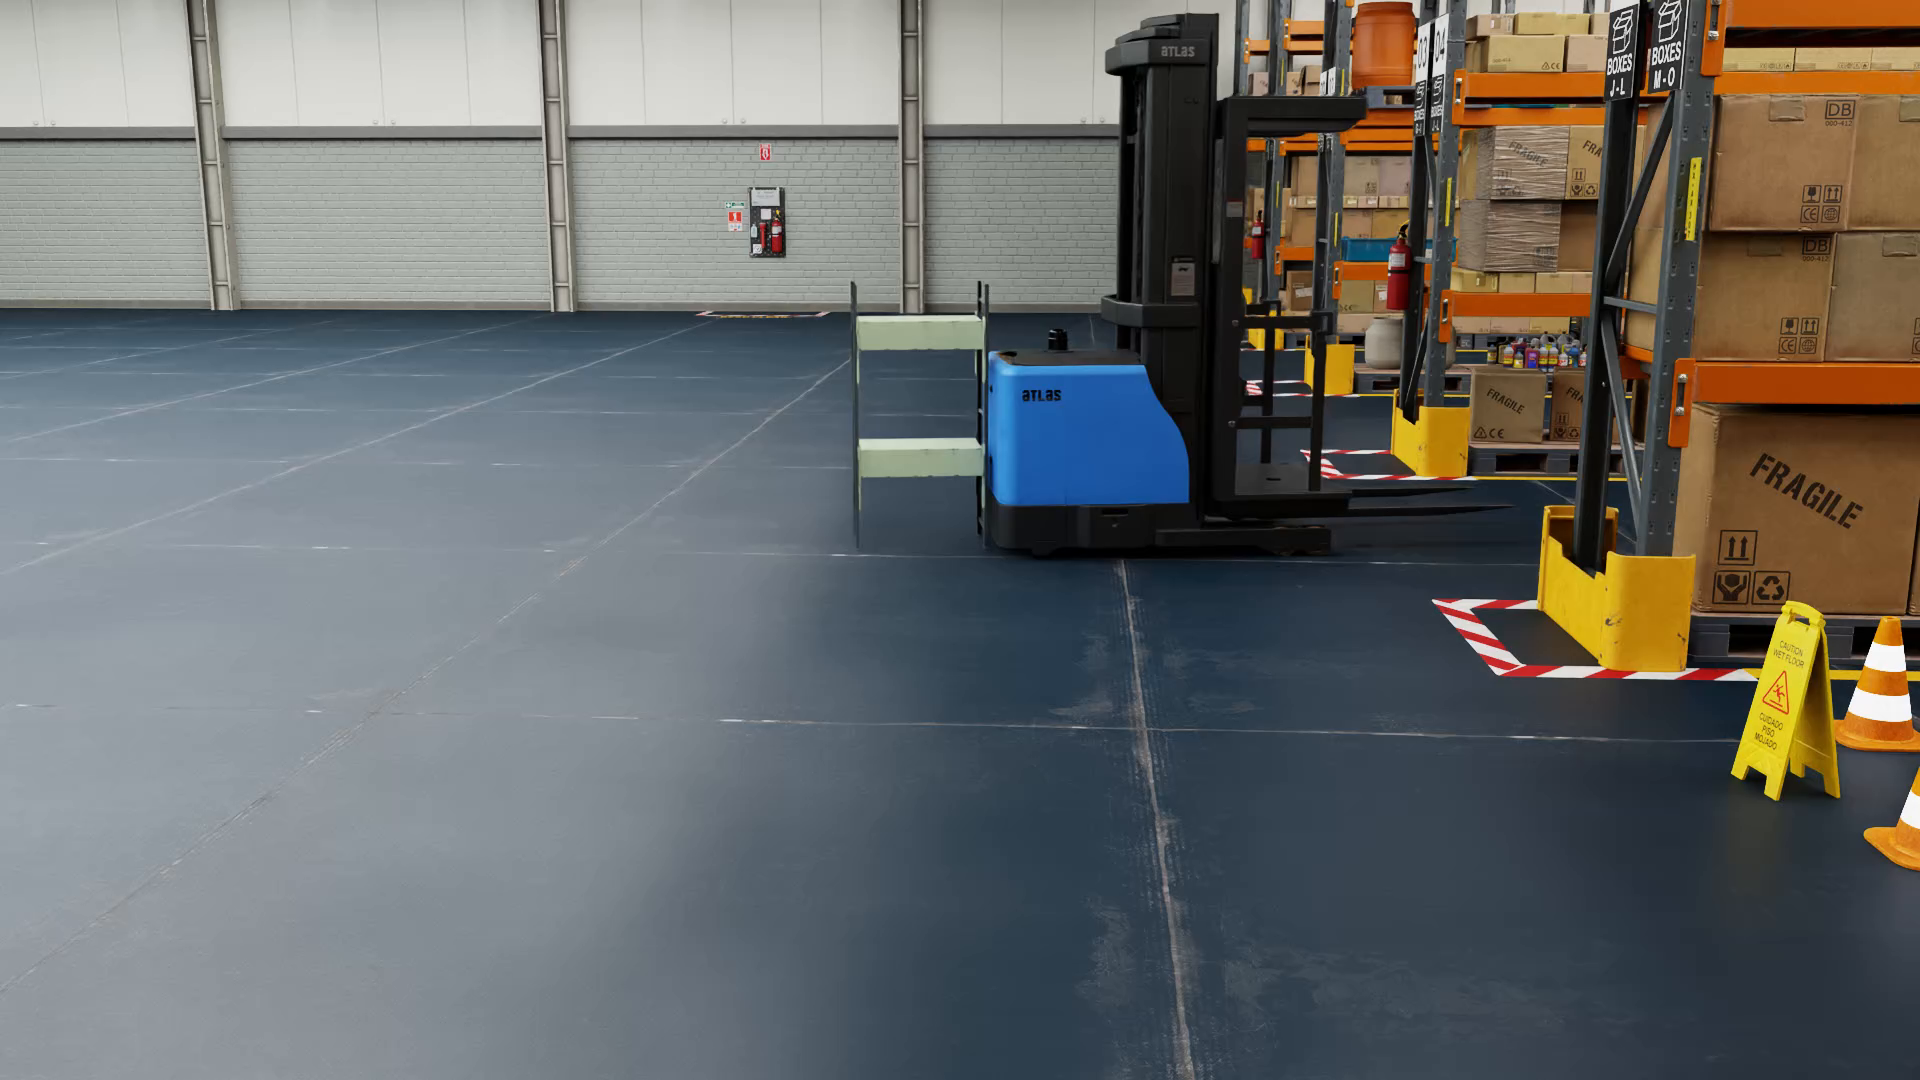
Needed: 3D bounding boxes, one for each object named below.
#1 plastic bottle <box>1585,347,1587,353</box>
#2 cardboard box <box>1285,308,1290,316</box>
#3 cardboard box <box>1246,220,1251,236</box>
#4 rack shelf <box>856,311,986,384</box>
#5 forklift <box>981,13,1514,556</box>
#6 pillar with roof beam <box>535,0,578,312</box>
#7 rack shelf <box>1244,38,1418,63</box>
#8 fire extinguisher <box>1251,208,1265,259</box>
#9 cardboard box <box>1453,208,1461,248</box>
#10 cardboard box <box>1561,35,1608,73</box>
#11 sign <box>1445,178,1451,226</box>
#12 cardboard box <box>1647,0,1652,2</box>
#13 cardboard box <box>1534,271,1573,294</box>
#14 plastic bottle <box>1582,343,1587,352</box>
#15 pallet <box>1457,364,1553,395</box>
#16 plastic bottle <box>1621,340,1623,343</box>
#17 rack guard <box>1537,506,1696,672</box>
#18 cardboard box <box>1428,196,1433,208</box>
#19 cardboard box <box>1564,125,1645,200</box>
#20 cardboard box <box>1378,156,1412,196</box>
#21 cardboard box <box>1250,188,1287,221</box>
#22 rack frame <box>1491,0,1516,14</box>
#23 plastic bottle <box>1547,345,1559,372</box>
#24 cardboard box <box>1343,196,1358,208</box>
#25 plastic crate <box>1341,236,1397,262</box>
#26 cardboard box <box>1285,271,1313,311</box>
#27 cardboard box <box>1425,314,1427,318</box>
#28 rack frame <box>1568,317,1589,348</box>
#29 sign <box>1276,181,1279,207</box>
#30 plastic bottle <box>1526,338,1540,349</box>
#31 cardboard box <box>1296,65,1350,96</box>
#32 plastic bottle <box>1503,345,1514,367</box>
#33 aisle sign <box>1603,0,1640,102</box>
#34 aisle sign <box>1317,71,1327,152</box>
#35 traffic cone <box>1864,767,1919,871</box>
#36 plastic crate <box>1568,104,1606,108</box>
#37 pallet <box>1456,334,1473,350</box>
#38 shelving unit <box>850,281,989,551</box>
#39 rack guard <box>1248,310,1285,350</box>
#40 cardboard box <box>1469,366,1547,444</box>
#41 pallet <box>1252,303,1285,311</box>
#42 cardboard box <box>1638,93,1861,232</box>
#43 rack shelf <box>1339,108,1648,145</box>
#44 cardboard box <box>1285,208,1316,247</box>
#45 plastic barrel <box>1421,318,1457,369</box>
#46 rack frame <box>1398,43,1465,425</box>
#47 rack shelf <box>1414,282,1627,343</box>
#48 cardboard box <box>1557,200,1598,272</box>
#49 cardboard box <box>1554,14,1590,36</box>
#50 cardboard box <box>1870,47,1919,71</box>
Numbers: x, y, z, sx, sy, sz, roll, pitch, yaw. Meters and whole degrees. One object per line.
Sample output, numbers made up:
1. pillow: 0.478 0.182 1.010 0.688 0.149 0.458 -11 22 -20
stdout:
1. plastic bottle: 6.421 -1.862 16.903 0.133 0.283 0.061 1 12 4
2. cardboard box: 4.650 -2.974 22.348 0.500 0.250 0.500 1 12 4
3. cardboard box: 4.902 -5.043 26.866 0.500 0.250 0.500 1 12 5
4. rack shelf: -0.235 -1.099 9.453 0.720 0.370 0.431 -1 12 -5
5. forklift: 1.671 -1.451 9.544 3.031 2.935 1.130 -1 12 -6
6. pillar with roof beam: -7.082 -7.461 23.459 0.400 9.000 9.100 1 12 4
7. rack shelf: 6.418 -7.628 26.023 4.000 0.370 1.077 1 12 4
8. fire extinguisher: 4.009 -4.120 22.325 0.183 0.674 0.296 1 12 4
9. cardboard box: 6.617 -4.074 21.672 0.500 0.500 0.700 1 12 5
10. cardboard box: 4.408 -3.367 11.578 0.500 0.250 0.500 1 12 2
11. sign: 3.394 -2.350 11.563 0.005 0.325 0.100 1 12 4
12. cardboard box: 4.893 -3.869 11.422 0.500 0.500 0.500 1 12 4
13. cardboard box: 4.195 -1.848 11.890 0.250 0.149 0.380 1 12 4
14. plastic bottle: 6.624 -1.989 17.512 0.133 0.283 0.061 1 12 6
15. pallet: 5.864 -1.663 17.204 1.213 0.211 1.003 1 12 4
16. plastic bottle: 6.965 -1.980 17.300 0.185 0.351 0.144 1 12 4
17. rack guard: 2.974 0.198 7.602 0.348 0.500 1.175 1 12 4
18. cardboard box: 6.006 -4.357 21.442 0.250 0.149 0.380 1 12 4
19. cardboard box: 4.459 -2.650 11.697 0.500 0.500 0.500 1 12 4
20. cardboard box: 5.641 -4.722 21.605 0.500 0.500 0.700 1 12 4
21. cardboard box: 4.879 -5.309 26.306 0.500 0.500 0.500 1 12 4
22. rack frame: 8.414 -7.955 25.818 0.127 3.000 1.000 1 12 4
23. plastic bottle: 5.991 -1.835 16.801 0.097 0.271 0.097 0 12 0
24. cardboard box: 4.985 -4.371 21.511 0.250 0.149 0.380 1 12 4
25. plastic crate: 4.280 -3.031 17.293 0.616 0.251 0.499 1 12 4
26. cardboard box: 4.651 -3.341 22.273 0.500 0.500 0.500 1 12 4
27. cardboard box: 6.112 -2.847 21.742 0.500 0.250 0.500 1 12 4
28. rack frame: 8.087 -4.006 21.594 0.127 3.000 1.000 1 12 4
29. sign: 4.053 -4.410 21.218 0.005 0.325 0.100 1 12 4
30. plastic bottle: 6.011 -1.985 17.508 0.135 0.276 0.152 0 12 2
31. cardboard box: 4.669 -5.845 21.439 0.637 0.503 0.797 2 12 8
32. plastic bottle: 5.549 -1.841 16.830 0.097 0.271 0.097 0 12 0
33. aisle sign: 2.947 -2.360 7.375 0.004 0.787 0.394 1 12 4
34. aisle sign: 3.709 -4.383 17.047 0.004 0.787 0.394 1 12 4
35. traffic cone: 3.018 0.740 5.101 0.334 0.463 0.336 1 12 4
36. plastic crate: 6.123 -4.273 16.187 0.396 0.136 0.243 1 12 4
37. pallet: 6.075 -2.677 22.050 1.213 0.211 1.003 1 12 4
38. shelving unit: -0.235 -0.717 9.533 0.755 1.500 0.431 -1 12 -5
39. rack guard: 4.072 -2.838 22.113 0.348 0.500 1.175 1 12 4
40. cardboard box: 4.052 -1.007 12.337 0.500 0.500 0.500 3 12 14
41. pallet: 5.307 -3.689 26.887 1.213 0.211 1.003 1 12 4
42. cardboard box: 3.365 -1.614 7.156 0.550 0.550 0.875 1 12 4
43. rack shelf: 5.756 -4.138 16.654 4.000 0.370 1.077 1 12 4
44. cardboard box: 4.561 -4.101 21.803 0.500 0.500 0.700 1 12 4
45. plastic barrel: 4.923 -2.037 17.229 0.421 0.512 0.421 0 12 0
46. rack frame: 3.430 -2.037 12.181 0.127 3.000 1.000 1 12 4
47. rack shelf: 5.425 -1.658 12.124 4.000 0.370 1.077 1 12 4
48. cardboard box: 4.484 -2.236 12.162 0.500 0.500 0.875 1 12 4
49. cardboard box: 4.202 -3.575 11.597 0.250 0.149 0.380 1 12 3
50. cardboard box: 6.428 -3.340 11.447 0.500 0.250 0.500 1 12 5
